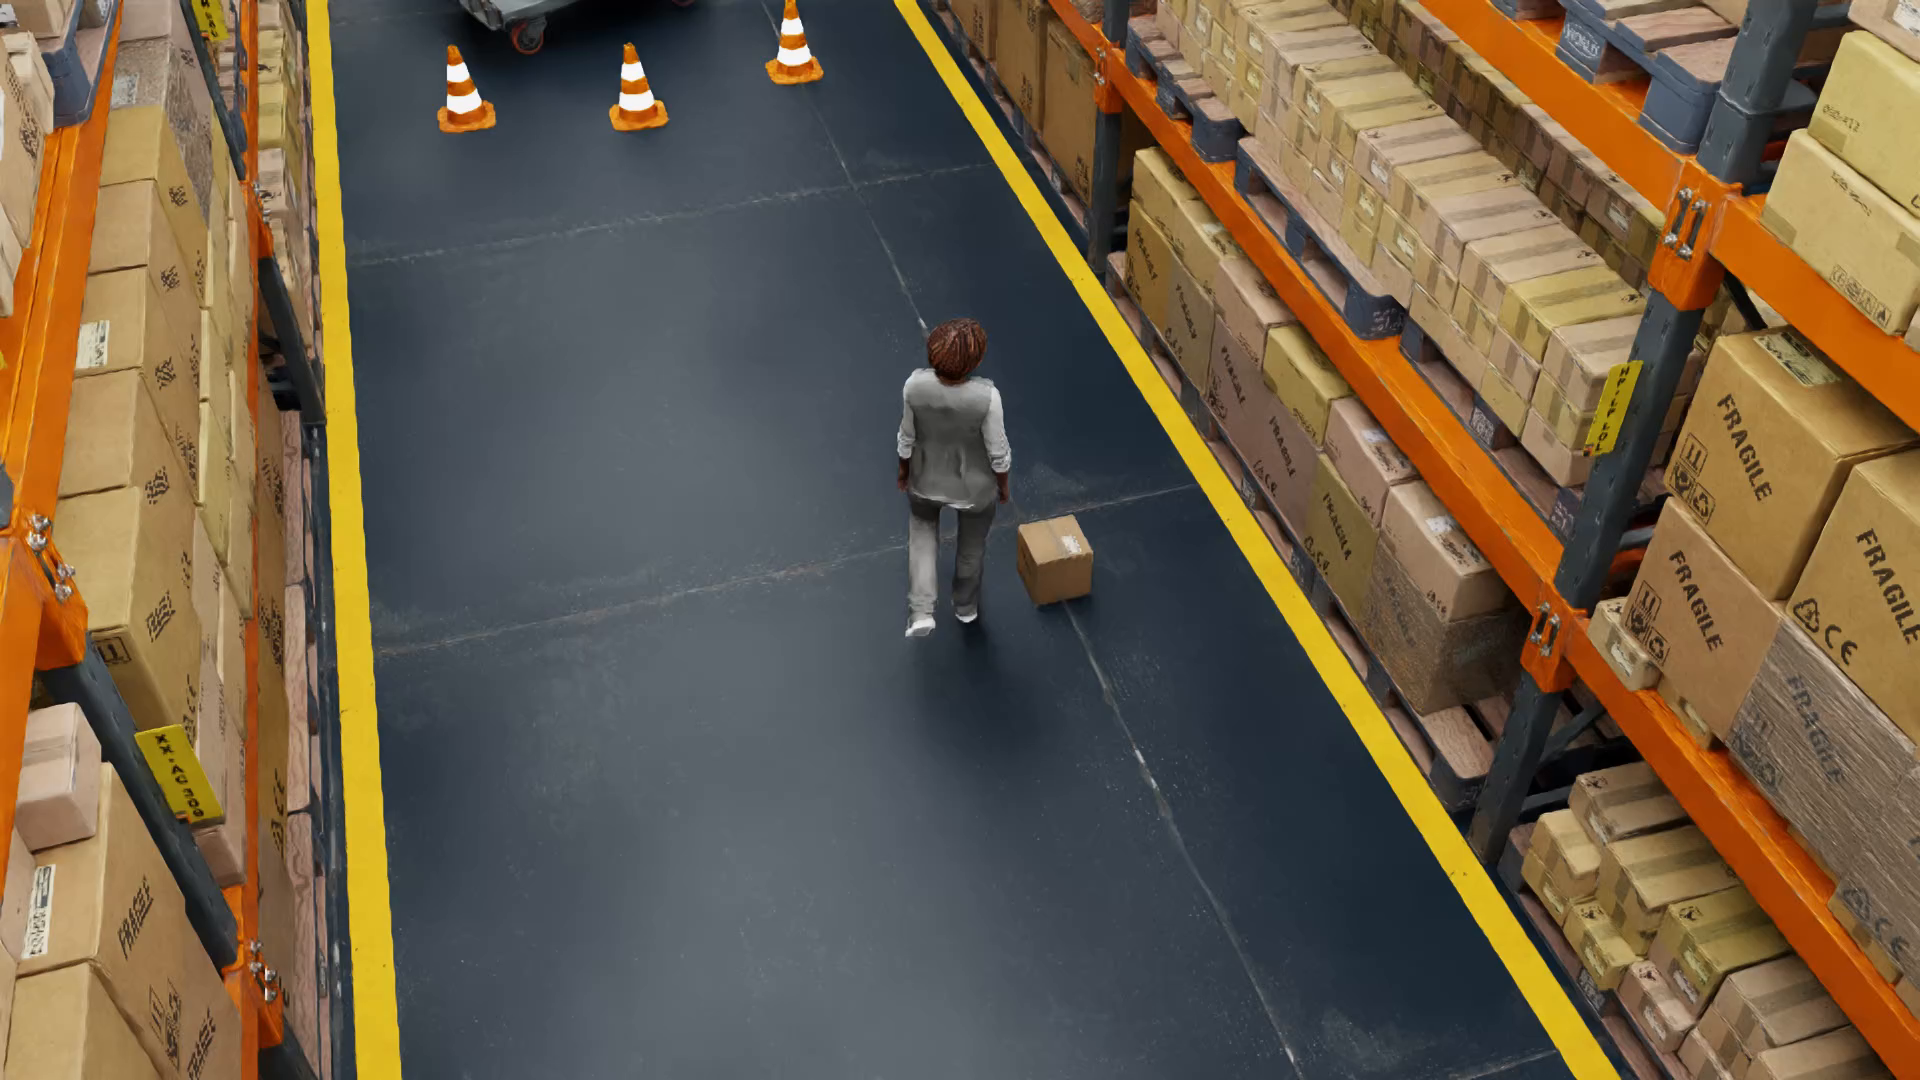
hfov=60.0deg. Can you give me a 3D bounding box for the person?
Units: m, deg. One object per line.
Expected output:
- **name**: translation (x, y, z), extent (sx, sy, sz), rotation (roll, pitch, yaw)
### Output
- **person**: translation (-0.027, -0.214, 6.386), extent (0.463, 1.585, 0.579), rotation (9, 44, 10)
